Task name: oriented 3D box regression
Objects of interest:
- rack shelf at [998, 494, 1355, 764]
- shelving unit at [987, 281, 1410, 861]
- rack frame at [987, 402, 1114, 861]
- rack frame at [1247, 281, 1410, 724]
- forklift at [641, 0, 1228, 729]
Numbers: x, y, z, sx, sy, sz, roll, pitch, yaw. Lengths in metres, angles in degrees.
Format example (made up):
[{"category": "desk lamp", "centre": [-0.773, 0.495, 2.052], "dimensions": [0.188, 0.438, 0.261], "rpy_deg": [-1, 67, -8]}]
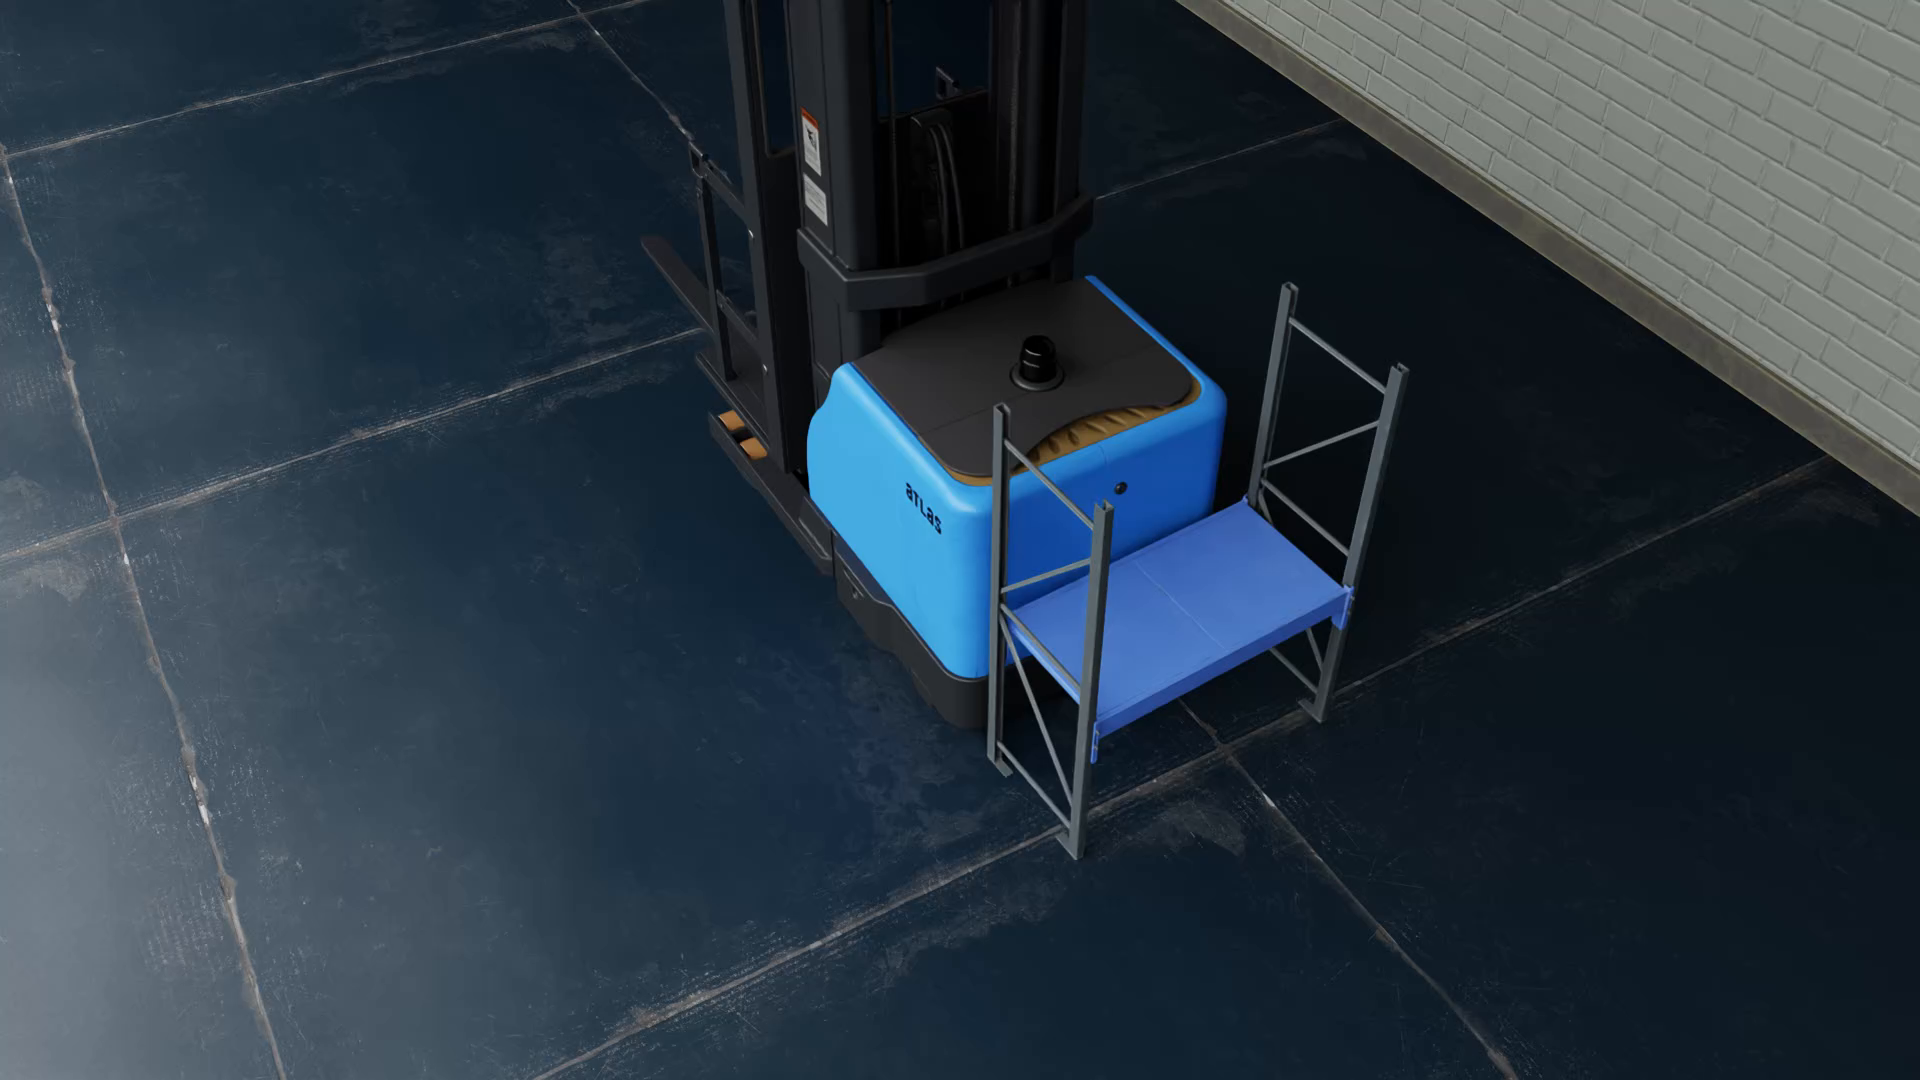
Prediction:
[{"category": "rack shelf", "centre": [0.665, 0.253, 5.171], "dimensions": [1.000, 0.185, 0.538], "rpy_deg": [-24, 49, -23]}, {"category": "shelving unit", "centre": [0.665, 0.124, 5.045], "dimensions": [1.048, 1.500, 0.538], "rpy_deg": [-24, 49, -23]}, {"category": "rack frame", "centre": [0.240, 0.318, 4.846], "dimensions": [0.032, 1.500, 0.500], "rpy_deg": [-24, 49, -23]}, {"category": "rack frame", "centre": [1.091, -0.070, 5.245], "dimensions": [0.032, 1.500, 0.500], "rpy_deg": [-24, 49, -23]}, {"category": "forklift", "centre": [-0.334, -1.438, 5.627], "dimensions": [1.130, 2.935, 3.031], "rpy_deg": [-23, 49, -22]}]
